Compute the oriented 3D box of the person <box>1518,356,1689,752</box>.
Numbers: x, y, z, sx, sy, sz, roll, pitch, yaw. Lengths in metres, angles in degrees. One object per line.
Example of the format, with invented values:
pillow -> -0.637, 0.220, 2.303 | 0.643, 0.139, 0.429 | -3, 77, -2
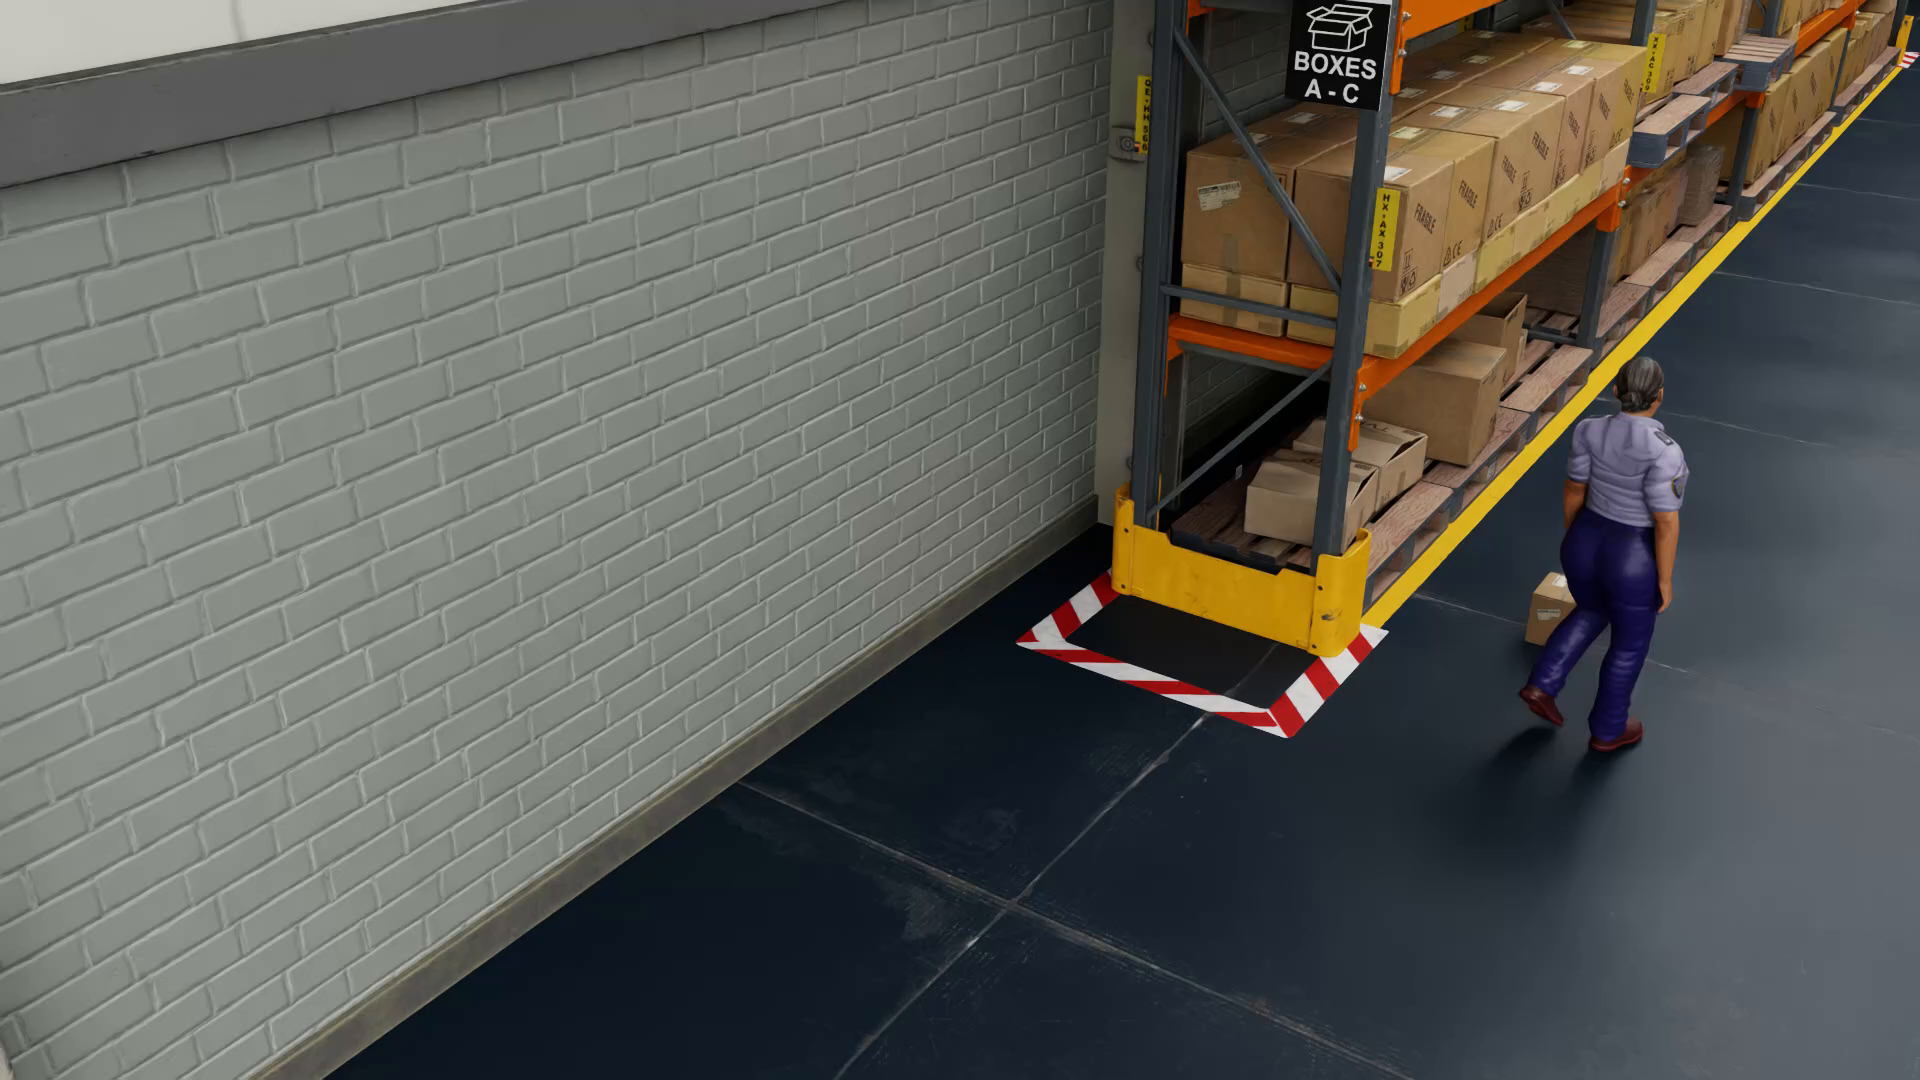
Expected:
person -> 2.565, 0.073, 6.477 | 0.468, 1.648, 0.511 | -17, 32, -30
